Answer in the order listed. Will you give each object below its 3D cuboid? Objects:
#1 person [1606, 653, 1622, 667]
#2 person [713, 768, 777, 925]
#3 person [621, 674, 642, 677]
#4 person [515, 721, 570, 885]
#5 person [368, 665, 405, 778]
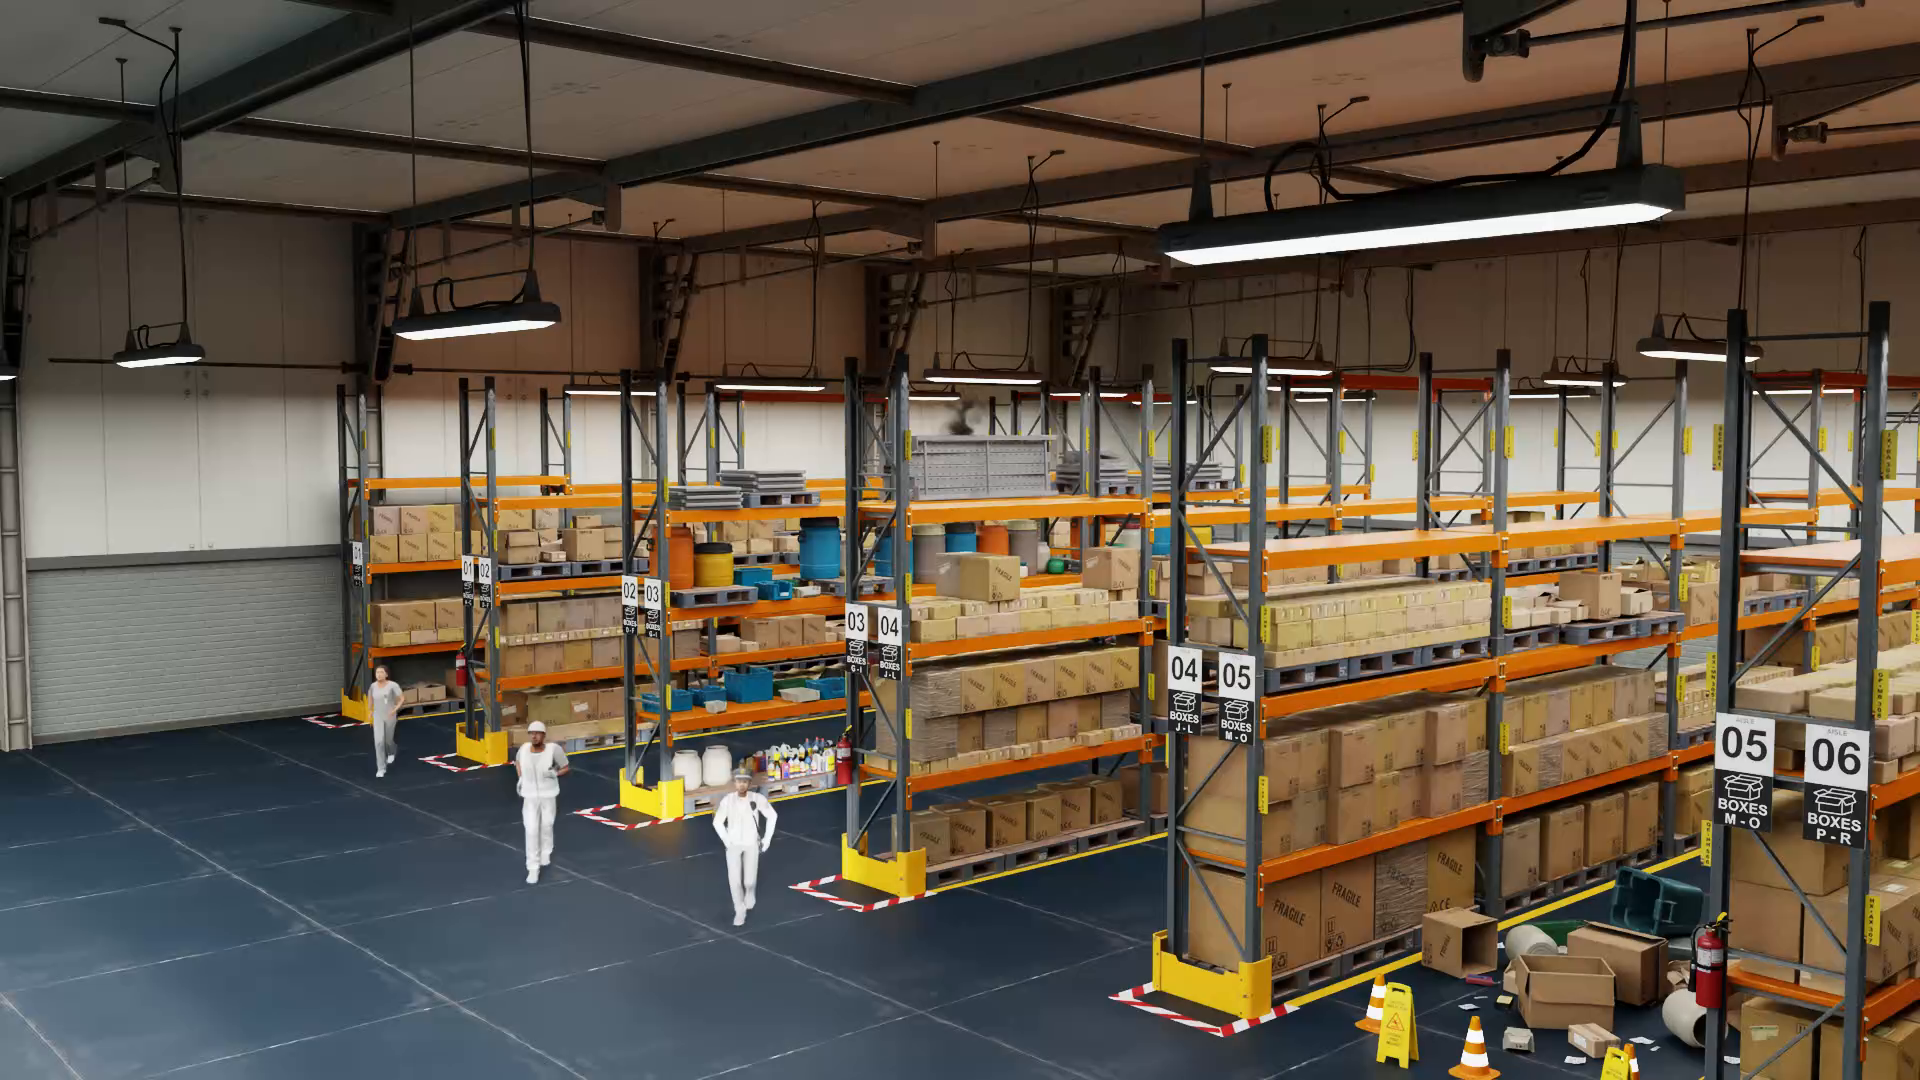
[{"bbox_3d":[10.312,2.569,26.472,0.649,1.730,0.636,3,5,43],"label":"person"},{"bbox_3d":[-2.262,3.201,17.474,0.664,1.659,0.565,0,4,-4],"label":"person"},{"bbox_3d":[-5.962,2.314,30.269,0.652,1.783,0.791,2,4,33],"label":"person"},{"bbox_3d":[-4.853,3.003,19.332,0.655,1.827,0.877,0,4,-8],"label":"person"},{"bbox_3d":[-8.639,2.690,25.061,0.567,1.657,0.792,0,4,-3],"label":"person"}]
